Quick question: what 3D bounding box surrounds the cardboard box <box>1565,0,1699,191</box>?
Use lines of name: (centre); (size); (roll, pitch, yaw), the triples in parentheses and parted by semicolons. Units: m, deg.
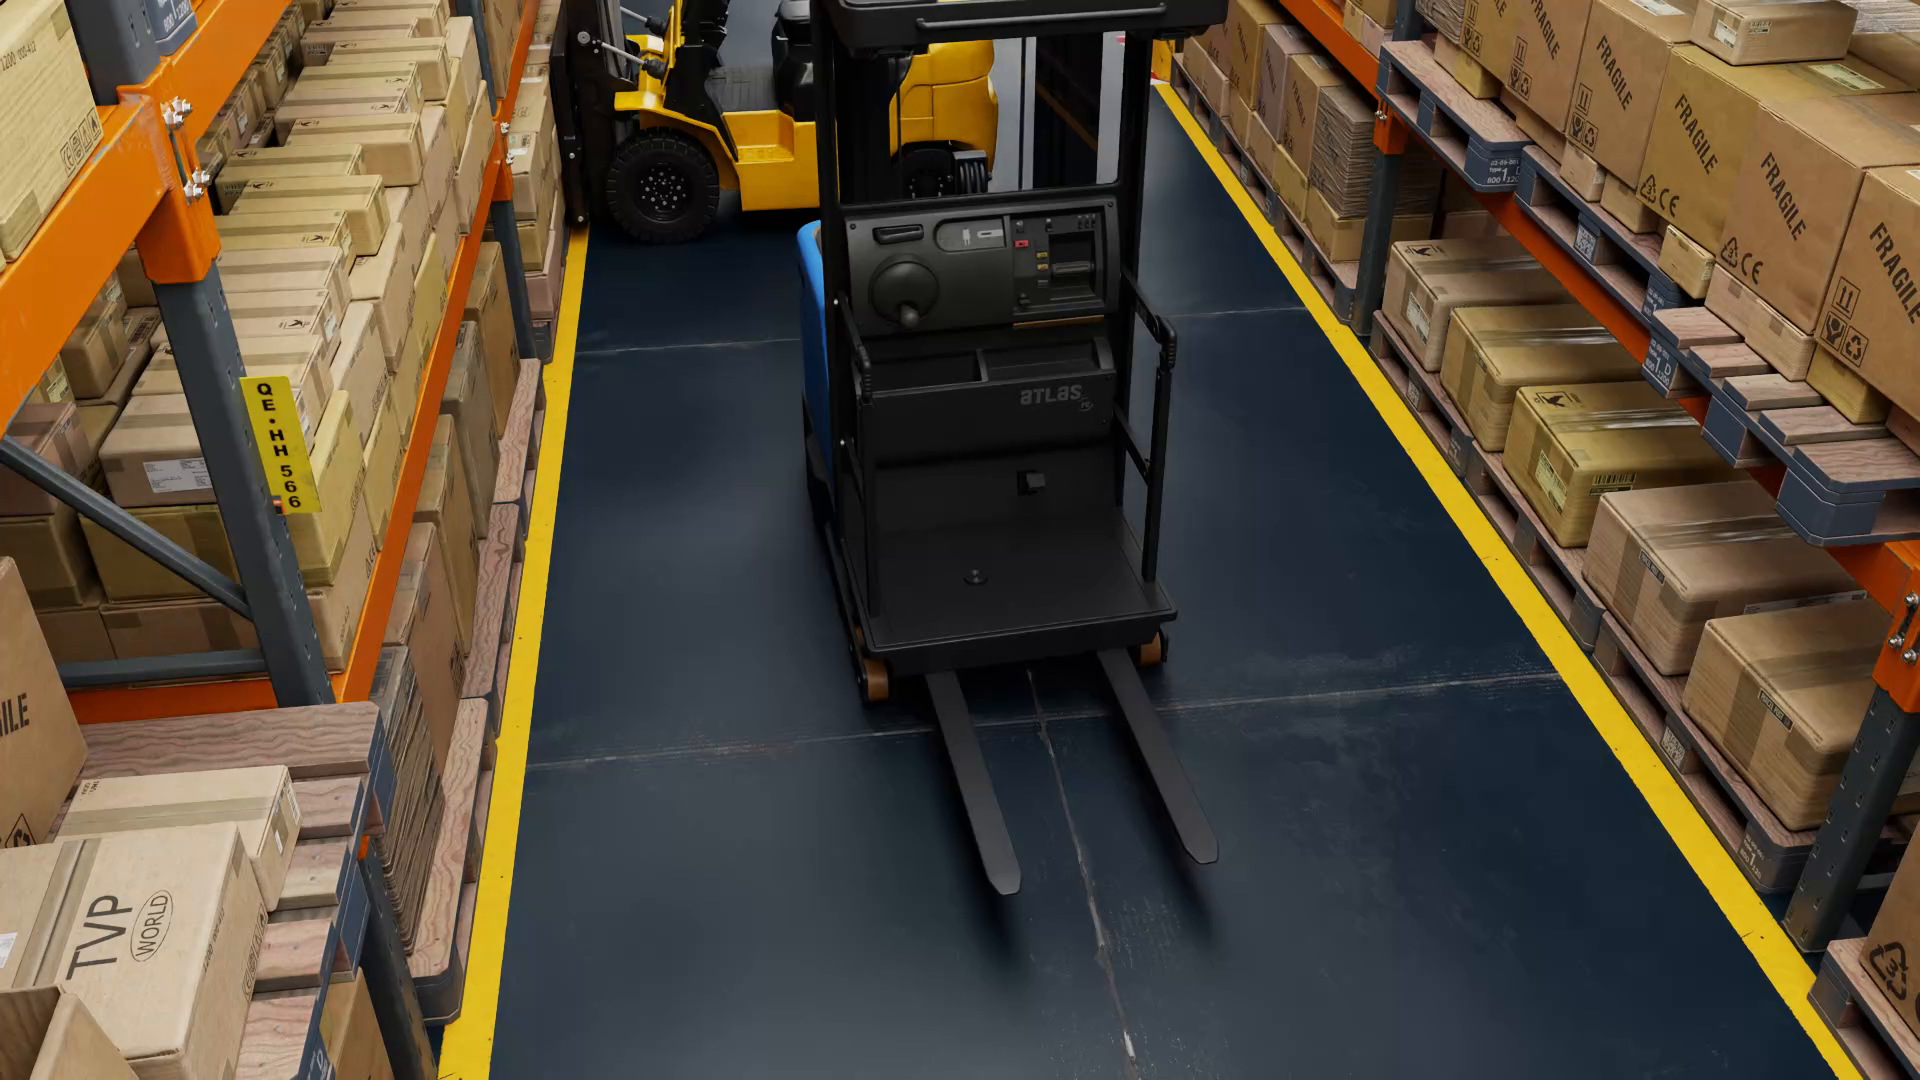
cardboard box: (2.430, -1.521, 5.593); (0.500, 0.500, 0.500); (-6, 35, -8)

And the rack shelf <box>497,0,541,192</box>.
rack shelf: (-2.737, -2.750, 8.760); (1.077, 0.370, 4.000); (-4, 35, -6)

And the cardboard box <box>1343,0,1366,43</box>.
cardboard box: (2.065, -2.500, 7.978); (0.380, 0.149, 0.250); (-4, 34, -5)

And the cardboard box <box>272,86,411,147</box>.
cardboard box: (-2.000, -1.356, 5.411); (0.380, 0.149, 0.250); (-4, 34, -6)

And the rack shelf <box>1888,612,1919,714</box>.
rack shelf: (3.257, 1.336, 2.764); (1.077, 0.370, 4.000); (-4, 35, -6)

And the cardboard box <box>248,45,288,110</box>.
cardboard box: (-2.561, -1.594, 5.761); (0.380, 0.149, 0.250); (-5, 35, -7)

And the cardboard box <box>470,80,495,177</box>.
cardboard box: (-2.141, -1.608, 6.579); (0.500, 0.250, 0.500); (-4, 34, -5)

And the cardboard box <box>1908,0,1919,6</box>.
cardboard box: (6.961, -3.895, 11.315); (0.875, 0.875, 0.875); (-4, 34, -6)

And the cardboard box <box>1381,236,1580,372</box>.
cardboard box: (2.524, -1.104, 7.667); (0.950, 0.372, 0.625); (-4, 34, -6)

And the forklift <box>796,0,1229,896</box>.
forklift: (0.130, -0.866, 5.418); (1.130, 2.935, 3.031); (-7, 35, -10)

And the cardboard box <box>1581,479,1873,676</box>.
cardboard box: (2.815, 0.108, 5.888); (0.950, 0.372, 0.625); (-5, 35, -7)

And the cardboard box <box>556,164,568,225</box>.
cardboard box: (-2.373, -1.831, 8.842); (0.500, 0.250, 0.500); (-4, 34, -6)

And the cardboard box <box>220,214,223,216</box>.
cardboard box: (-2.461, -0.919, 5.125); (0.500, 0.250, 0.500); (-5, 35, -7)

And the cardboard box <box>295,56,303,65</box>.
cardboard box: (-2.653, -1.773, 6.377); (0.500, 0.250, 0.500); (-5, 35, -7)

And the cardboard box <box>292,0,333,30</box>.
cardboard box: (-2.633, -2.028, 6.398); (0.380, 0.149, 0.250); (-5, 35, -7)

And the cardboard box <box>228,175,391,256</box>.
cardboard box: (-1.865, -0.928, 4.783); (0.380, 0.149, 0.250); (-4, 34, -5)

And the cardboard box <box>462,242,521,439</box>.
cardboard box: (-2.386, -0.833, 7.045); (0.875, 0.625, 0.625); (-3, 34, -4)

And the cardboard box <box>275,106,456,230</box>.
cardboard box: (-2.009, -1.249, 5.608); (0.500, 0.250, 0.500); (-4, 34, -5)

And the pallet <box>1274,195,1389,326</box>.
pallet: (2.325, -1.529, 8.806); (1.003, 0.211, 1.213); (-4, 35, -6)

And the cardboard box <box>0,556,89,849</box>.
cardboard box: (-2.015, 0.385, 3.059); (0.500, 0.500, 0.500); (-3, 34, -4)

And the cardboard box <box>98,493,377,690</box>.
cardboard box: (-1.747, 0.097, 4.077); (0.500, 0.250, 0.500); (-4, 35, -6)

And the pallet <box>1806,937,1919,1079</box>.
pallet: (3.020, 1.521, 4.331); (1.003, 0.211, 1.213); (-4, 35, -6)

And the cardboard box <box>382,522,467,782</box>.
cardboard box: (-2.096, 0.396, 5.242); (0.875, 0.625, 0.625); (-3, 34, -5)

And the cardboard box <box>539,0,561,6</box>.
cardboard box: (-2.560, -3.096, 9.810); (0.500, 0.250, 0.500); (-4, 34, -6)

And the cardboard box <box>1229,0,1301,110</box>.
cardboard box: (1.885, -2.832, 9.645); (0.500, 0.500, 0.500); (-4, 34, -5)

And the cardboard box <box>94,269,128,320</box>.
cardboard box: (-2.396, -0.593, 4.292); (0.380, 0.149, 0.250); (-5, 35, -7)

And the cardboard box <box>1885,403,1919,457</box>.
cardboard box: (2.711, -0.312, 4.394); (0.380, 0.149, 0.250); (-3, 34, -5)

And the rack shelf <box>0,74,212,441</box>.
rack shelf: (-1.661, 0.475, 1.365); (1.077, 0.370, 4.000); (-4, 35, -6)

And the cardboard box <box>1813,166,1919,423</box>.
cardboard box: (2.652, -0.647, 4.310); (0.500, 0.500, 0.500); (-5, 35, -8)

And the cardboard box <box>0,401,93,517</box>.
cardboard box: (-2.174, -0.174, 3.678); (0.380, 0.149, 0.250); (-3, 34, -5)

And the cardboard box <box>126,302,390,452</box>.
cardboard box: (-1.813, -0.389, 4.347); (0.500, 0.250, 0.500); (-3, 34, -5)

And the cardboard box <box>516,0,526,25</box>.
cardboard box: (-2.424, -2.812, 8.123); (0.500, 0.500, 0.500); (-5, 35, -7)

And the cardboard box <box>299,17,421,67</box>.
cardboard box: (-2.168, -1.783, 6.039); (0.380, 0.149, 0.250); (-4, 35, -6)

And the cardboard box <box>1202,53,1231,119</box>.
cardboard box: (1.808, -2.822, 10.296); (0.500, 0.250, 0.500); (-3, 34, -5)

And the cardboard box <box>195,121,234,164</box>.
cardboard box: (-2.474, -1.174, 5.144); (0.380, 0.149, 0.250); (-4, 34, -6)

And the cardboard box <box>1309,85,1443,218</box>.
cardboard box: (2.105, -1.966, 8.374); (0.500, 0.500, 0.500); (-5, 35, -7)

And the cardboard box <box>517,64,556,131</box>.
cardboard box: (-2.359, -2.238, 8.551); (0.500, 0.250, 0.500); (-3, 34, -5)

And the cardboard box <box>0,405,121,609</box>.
cardboard box: (-2.265, -0.073, 3.883); (0.500, 0.250, 0.500); (-4, 34, -5)

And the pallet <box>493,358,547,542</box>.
pallet: (-2.330, -0.371, 7.106); (1.003, 0.211, 1.213); (-4, 35, -6)

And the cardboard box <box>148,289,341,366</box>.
cardboard box: (-1.778, -0.499, 4.154); (0.380, 0.149, 0.250); (-3, 34, -5)

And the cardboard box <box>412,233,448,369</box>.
cardboard box: (-1.954, -0.761, 5.336); (0.500, 0.250, 0.500); (-3, 34, -5)

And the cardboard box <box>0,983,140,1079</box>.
cardboard box: (-1.527, 0.982, 2.181); (0.797, 0.503, 0.637); (-5, 35, -7)

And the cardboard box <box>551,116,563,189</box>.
cardboard box: (-2.353, -2.031, 8.691); (0.500, 0.250, 0.500); (-5, 35, -7)

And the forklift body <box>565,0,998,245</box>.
forklift body: (-0.943, -2.892, 9.084); (2.313, 2.155, 1.214); (-4, 35, -6)

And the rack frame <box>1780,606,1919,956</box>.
rack frame: (2.988, -0.077, 4.199); (1.000, 3.000, 0.127); (-4, 35, -6)

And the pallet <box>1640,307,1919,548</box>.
pallet: (2.787, -0.387, 4.825); (1.213, 0.211, 1.003); (-4, 35, -6)

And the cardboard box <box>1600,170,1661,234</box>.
cardboard box: (2.424, -1.170, 5.654); (0.380, 0.149, 0.250); (-5, 35, -8)

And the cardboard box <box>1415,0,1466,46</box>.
cardboard box: (2.229, -2.364, 6.829); (0.500, 0.500, 0.500); (-4, 34, -5)

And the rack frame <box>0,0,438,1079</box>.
rack frame: (-1.930, 0.301, 3.645); (1.000, 3.000, 0.127); (-4, 35, -6)

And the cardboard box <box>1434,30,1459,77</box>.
cardboard box: (2.212, -2.046, 6.940); (0.380, 0.149, 0.250); (-4, 34, -6)

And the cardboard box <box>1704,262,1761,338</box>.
cardboard box: (2.499, -0.734, 5.014); (0.380, 0.149, 0.250); (-6, 35, -9)

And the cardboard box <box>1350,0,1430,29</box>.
cardboard box: (2.144, -2.702, 7.699); (0.500, 0.500, 0.500); (-5, 35, -8)

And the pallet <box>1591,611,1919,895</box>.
pallet: (2.885, 0.639, 5.625); (1.003, 0.211, 1.213); (-4, 35, -6)

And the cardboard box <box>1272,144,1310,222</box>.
cardboard box: (2.023, -1.952, 9.020); (0.500, 0.250, 0.500); (-5, 35, -8)

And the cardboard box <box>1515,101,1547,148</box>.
cardboard box: (2.344, -1.607, 6.295); (0.380, 0.149, 0.250); (-4, 34, -6)
